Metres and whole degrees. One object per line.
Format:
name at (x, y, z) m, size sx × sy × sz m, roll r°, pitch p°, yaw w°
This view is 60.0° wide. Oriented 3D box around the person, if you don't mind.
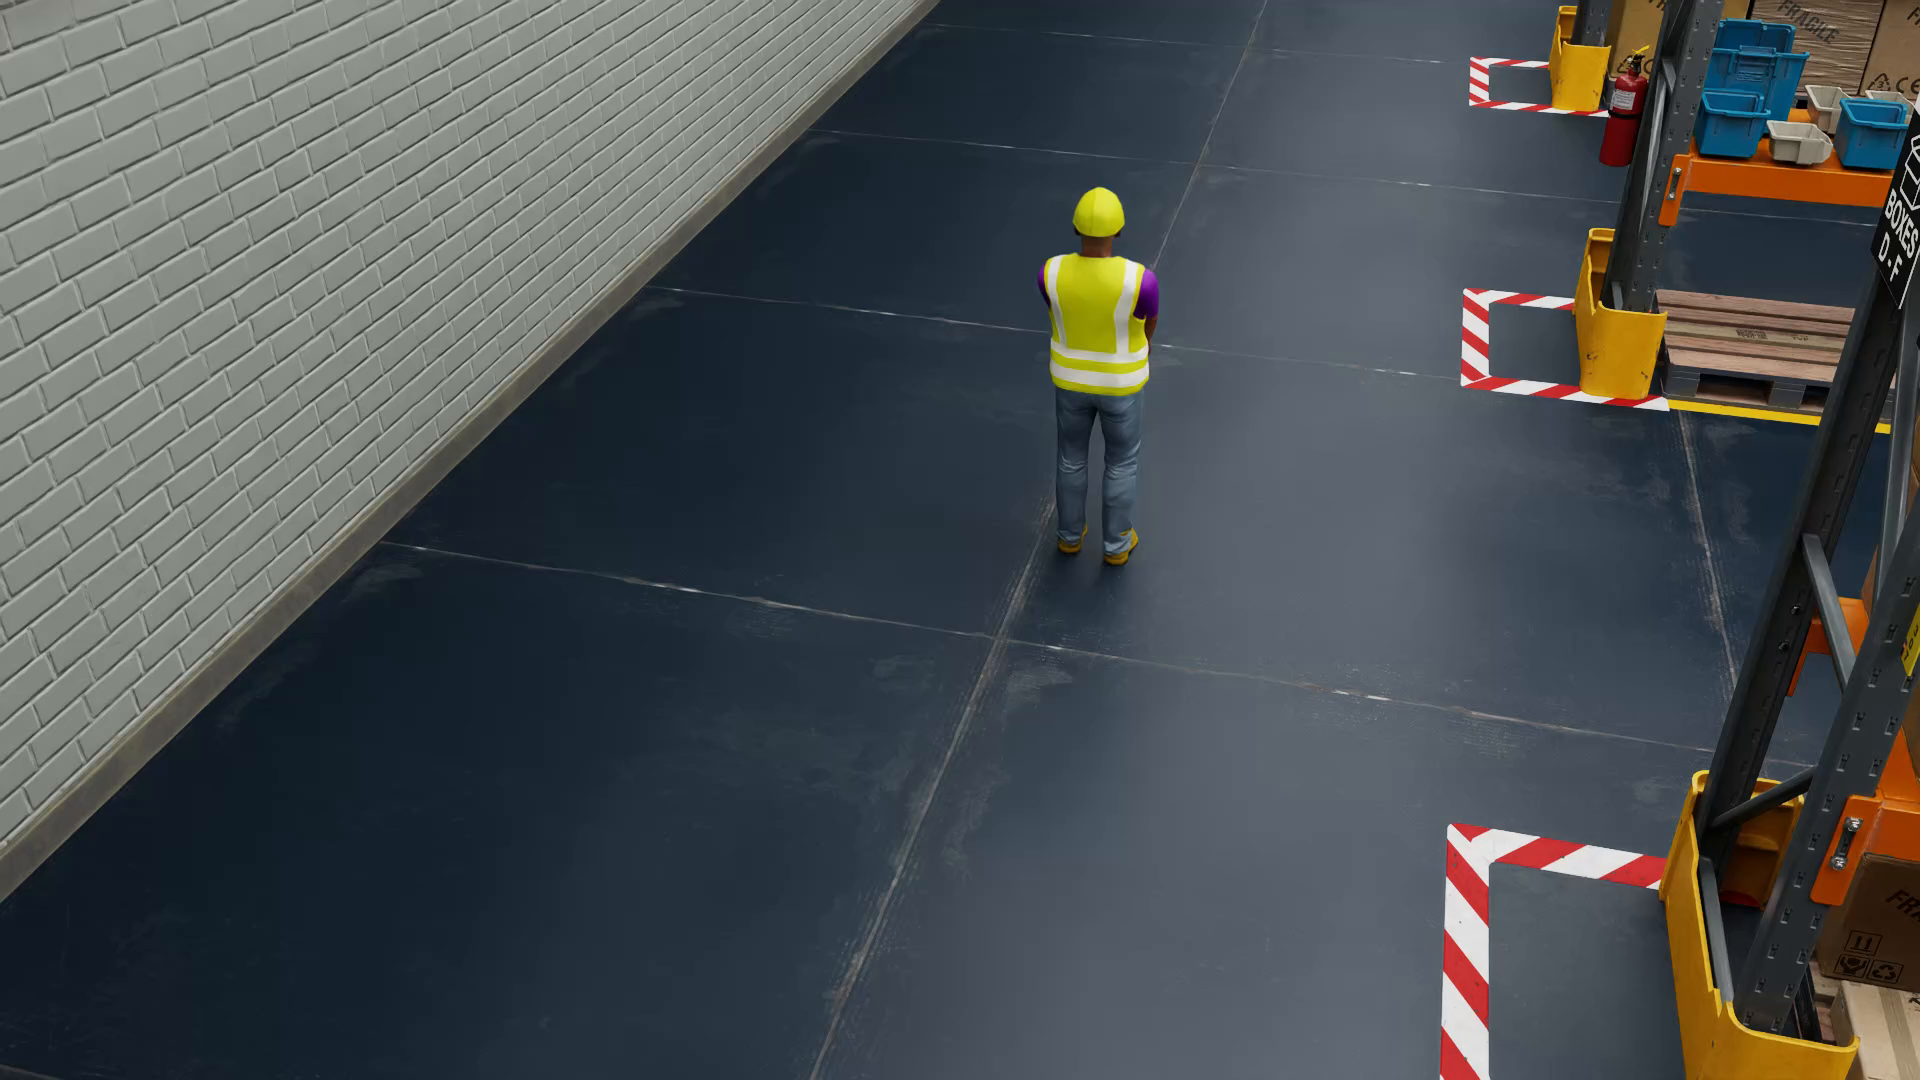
person at (0.613, -0.745, 7.285) m, size 0.504 × 1.760 × 0.583 m, roll 9°, pitch 34°, yaw 13°
